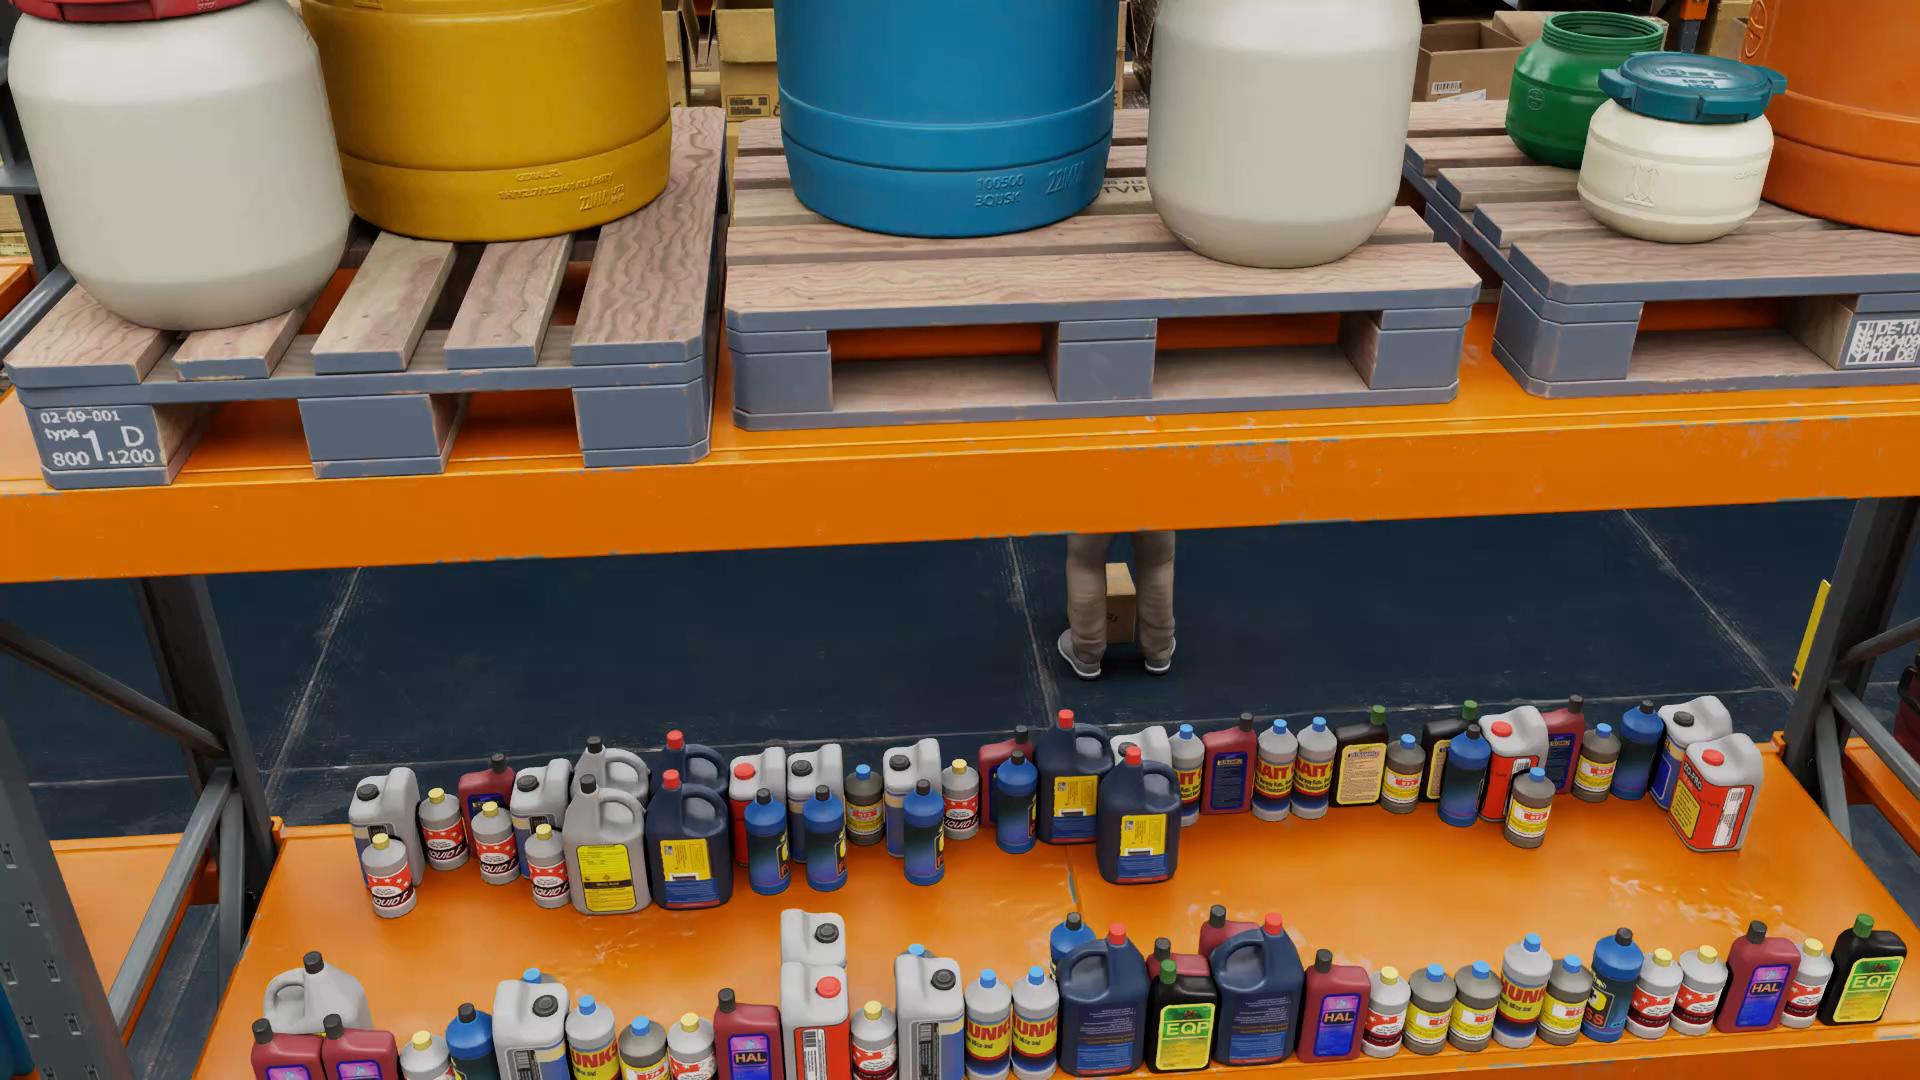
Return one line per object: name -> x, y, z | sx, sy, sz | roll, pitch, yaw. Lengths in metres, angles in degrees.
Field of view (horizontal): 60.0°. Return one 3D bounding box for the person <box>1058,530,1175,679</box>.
person -> 0.638, -0.233, 6.535 | 0.585, 1.727, 0.392 | -3, 31, -4
